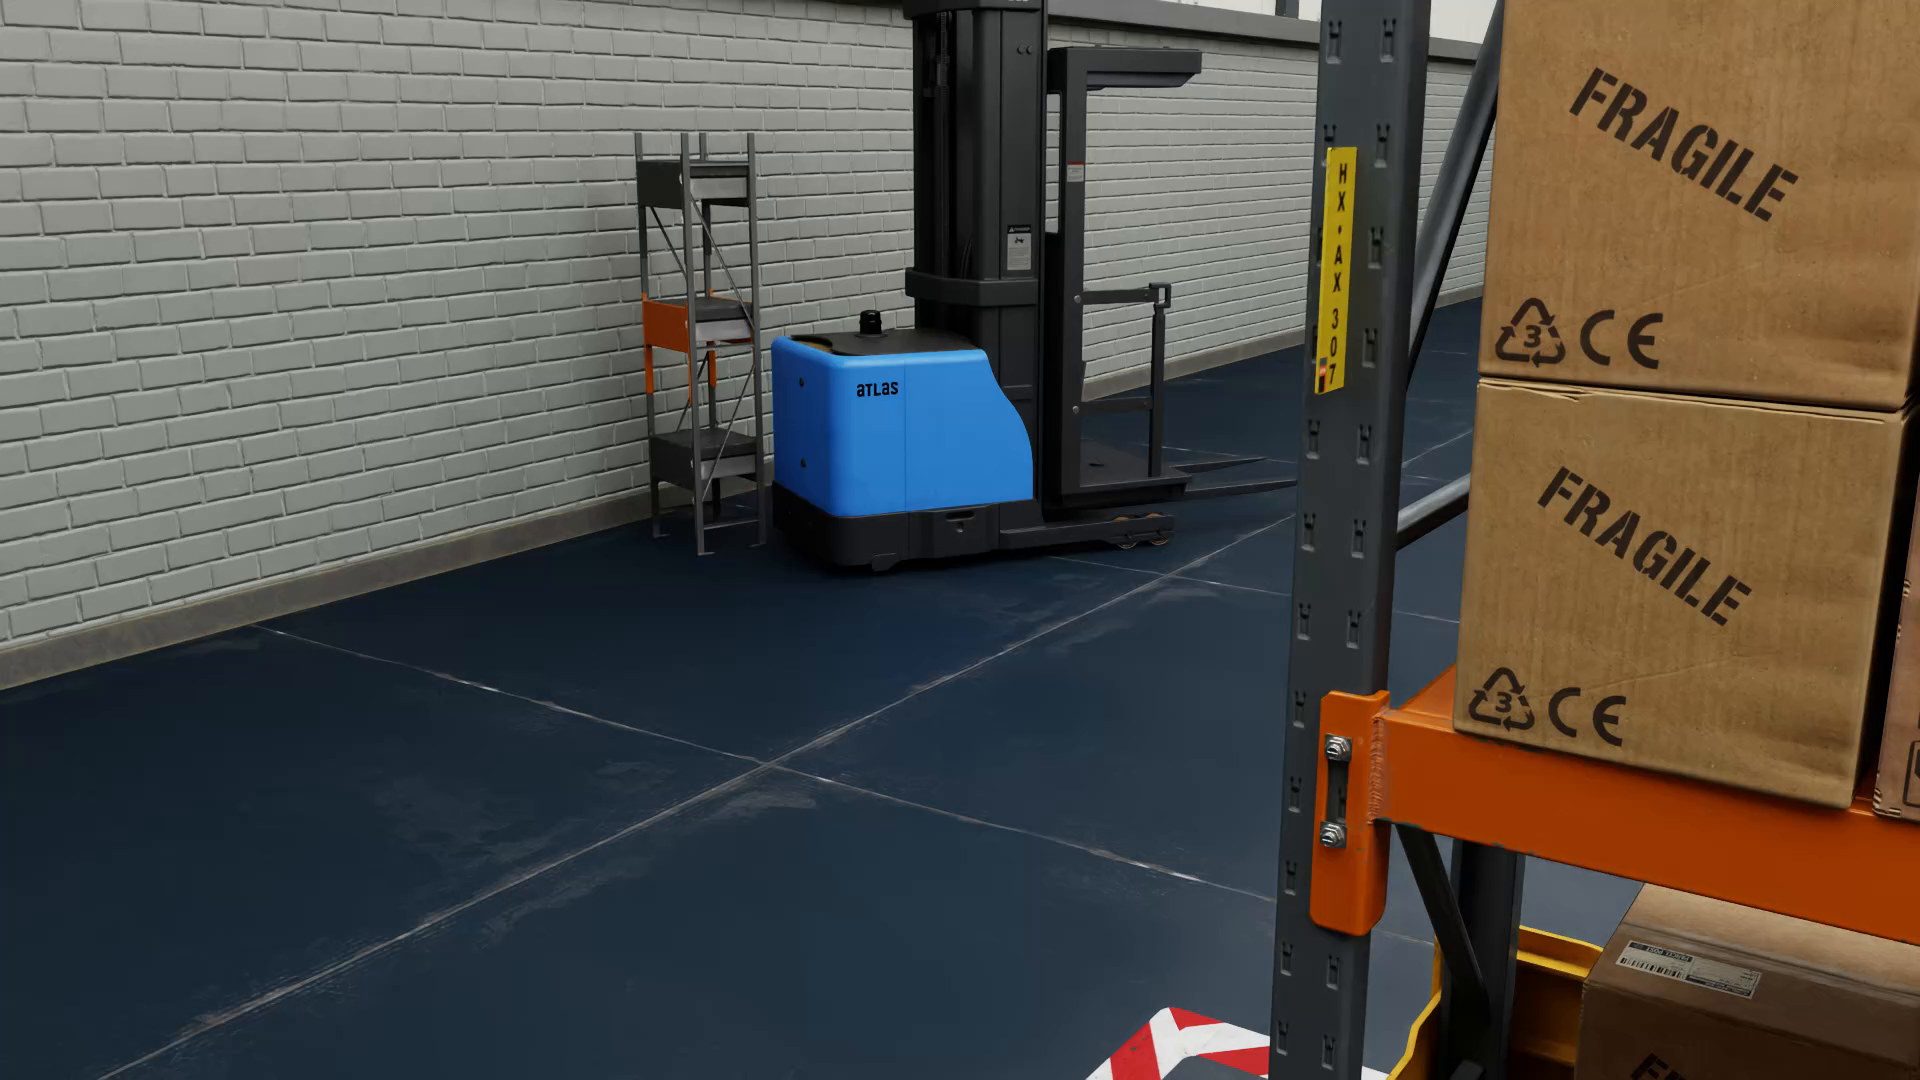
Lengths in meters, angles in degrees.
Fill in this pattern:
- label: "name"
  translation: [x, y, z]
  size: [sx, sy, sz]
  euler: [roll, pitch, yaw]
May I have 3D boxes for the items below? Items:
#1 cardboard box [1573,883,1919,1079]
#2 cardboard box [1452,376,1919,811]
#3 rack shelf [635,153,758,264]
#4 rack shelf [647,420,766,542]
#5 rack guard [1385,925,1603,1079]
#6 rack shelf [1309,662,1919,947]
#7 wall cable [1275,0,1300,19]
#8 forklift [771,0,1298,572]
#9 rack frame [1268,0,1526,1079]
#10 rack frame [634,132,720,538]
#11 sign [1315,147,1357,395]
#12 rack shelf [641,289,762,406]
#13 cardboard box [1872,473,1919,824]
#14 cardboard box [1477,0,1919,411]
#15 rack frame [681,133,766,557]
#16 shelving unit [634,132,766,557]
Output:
- label: "cardboard box"
  translation: [1.401, 0.972, 2.942]
  size: [0.500, 0.500, 0.500]
  euler: [9, 17, 33]
- label: "cardboard box"
  translation: [1.033, 0.012, 2.326]
  size: [0.500, 0.500, 0.500]
  euler: [10, 17, 34]
- label: "rack shelf"
  translation: [-1.327, -1.678, 8.374]
  size: [0.431, 0.518, 0.480]
  euler: [-10, 17, -36]
- label: "rack shelf"
  translation: [-1.327, -0.319, 8.711]
  size: [0.431, 0.518, 0.480]
  euler: [-10, 17, -36]
- label: "rack guard"
  translation: [0.875, 1.172, 3.050]
  size: [0.348, 0.500, 1.175]
  euler: [9, 17, 33]
- label: "rack shelf"
  translation: [2.472, 0.565, 1.794]
  size: [4.000, 0.370, 1.077]
  euler: [9, 17, 33]
- label: "wall cable"
  translation: [3.576, -7.946, 15.500]
  size: [0.120, 5.999, 2.277]
  euler: [9, 17, 33]
- label: "forklift"
  translation: [0.567, -1.485, 8.721]
  size: [3.031, 2.935, 1.130]
  euler: [-6, 15, -24]
- label: "rack frame"
  translation: [0.811, -0.051, 2.788]
  size: [0.053, 2.616, 0.949]
  euler: [9, 17, 33]
- label: "rack frame"
  translation: [-1.475, -1.058, 8.728]
  size: [0.400, 2.100, 0.015]
  euler: [-10, 17, -36]
- label: "sign"
  translation: [0.510, -0.364, 2.250]
  size: [0.005, 0.325, 0.100]
  euler: [9, 17, 33]
- label: "rack shelf"
  translation: [-1.327, -0.998, 8.543]
  size: [0.431, 0.518, 0.480]
  euler: [-10, 17, -36]
- label: "cardboard box"
  translation: [1.465, 0.080, 2.051]
  size: [0.500, 0.500, 0.500]
  euler: [9, 17, 32]
- label: "cardboard box"
  translation: [1.033, -0.474, 2.206]
  size: [0.500, 0.500, 0.500]
  euler: [10, 17, 34]
- label: "rack frame"
  translation: [-1.179, -0.965, 8.351]
  size: [0.400, 2.100, 0.015]
  euler: [-10, 17, -36]
- label: "shelving unit"
  translation: [-1.327, -1.011, 8.539]
  size: [0.431, 2.100, 0.503]
  euler: [-10, 17, -36]
